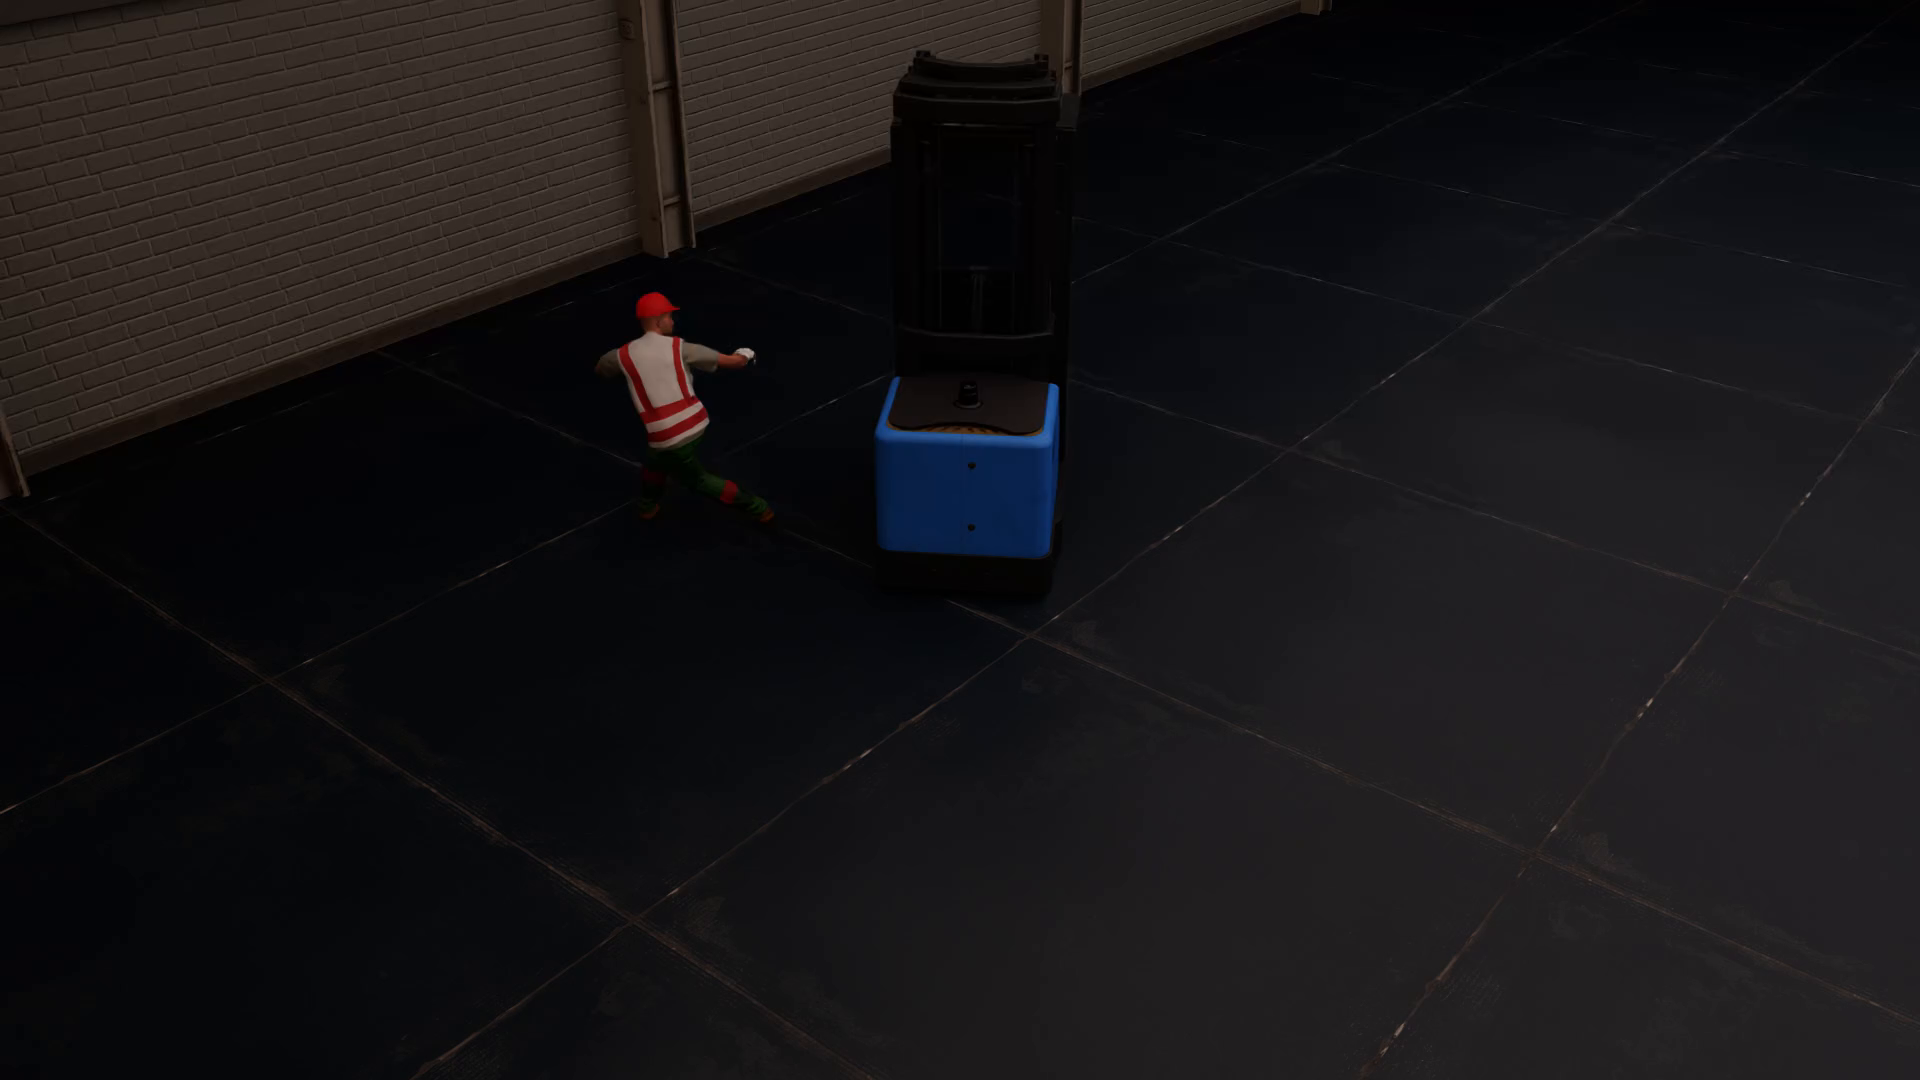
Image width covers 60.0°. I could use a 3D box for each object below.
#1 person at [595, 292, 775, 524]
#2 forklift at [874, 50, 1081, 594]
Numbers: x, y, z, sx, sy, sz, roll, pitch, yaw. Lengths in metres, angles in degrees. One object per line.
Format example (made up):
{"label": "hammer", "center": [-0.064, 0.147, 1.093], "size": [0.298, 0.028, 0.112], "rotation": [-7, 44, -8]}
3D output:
{"label": "person", "center": [-1.724, -0.832, 10.436], "size": [0.938, 1.554, 1.112], "rotation": [-19, 35, -30]}
{"label": "forklift", "center": [0.161, -1.666, 10.445], "size": [1.130, 2.935, 3.031], "rotation": [3, 30, 5]}
